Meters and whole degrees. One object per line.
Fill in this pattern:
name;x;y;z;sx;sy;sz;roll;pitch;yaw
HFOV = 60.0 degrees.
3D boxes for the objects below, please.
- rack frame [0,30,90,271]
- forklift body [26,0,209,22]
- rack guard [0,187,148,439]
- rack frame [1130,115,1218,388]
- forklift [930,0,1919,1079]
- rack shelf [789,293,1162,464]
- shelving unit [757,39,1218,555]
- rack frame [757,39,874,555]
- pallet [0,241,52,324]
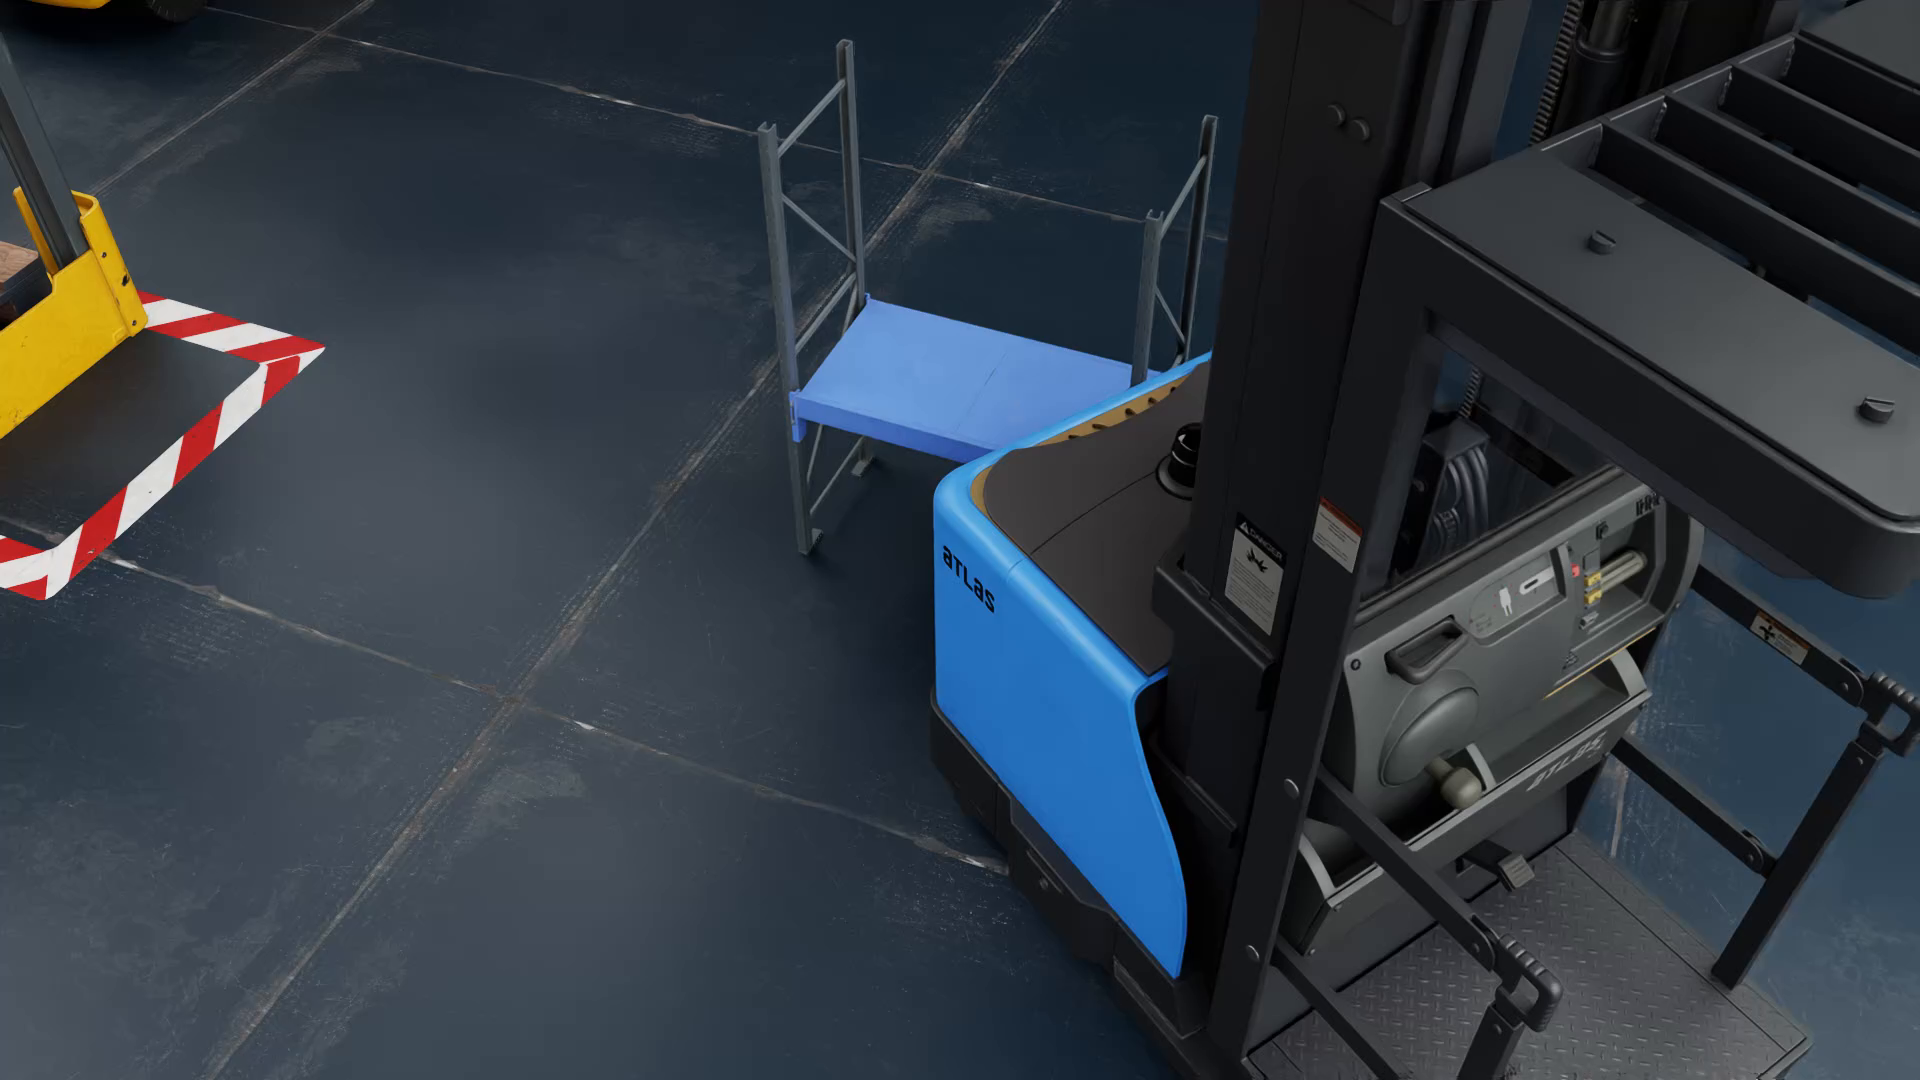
rack frame;-3.246;-1.521;4.652;0.127;3.000;1.000;16;47;16
forklift body;-3.790;-3.780;7.524;1.214;2.155;2.313;16;47;16
rack guard;-3.316;-0.656;5.555;0.348;0.500;1.175;16;47;16
rack frame;0.542;-0.378;4.566;0.032;1.500;0.500;16;47;16
forklift;1.167;0.246;2.924;1.130;2.935;3.031;-26;50;-24
rack shelf;0.072;-0.387;4.831;1.000;0.185;0.538;16;47;16
shelving unit;0.072;-0.515;4.704;1.048;1.500;0.538;16;47;16
rack frame;-0.397;-0.652;4.842;0.032;1.500;0.500;16;47;16
pallet;-4.052;-0.797;5.901;1.213;0.211;1.003;16;47;16
